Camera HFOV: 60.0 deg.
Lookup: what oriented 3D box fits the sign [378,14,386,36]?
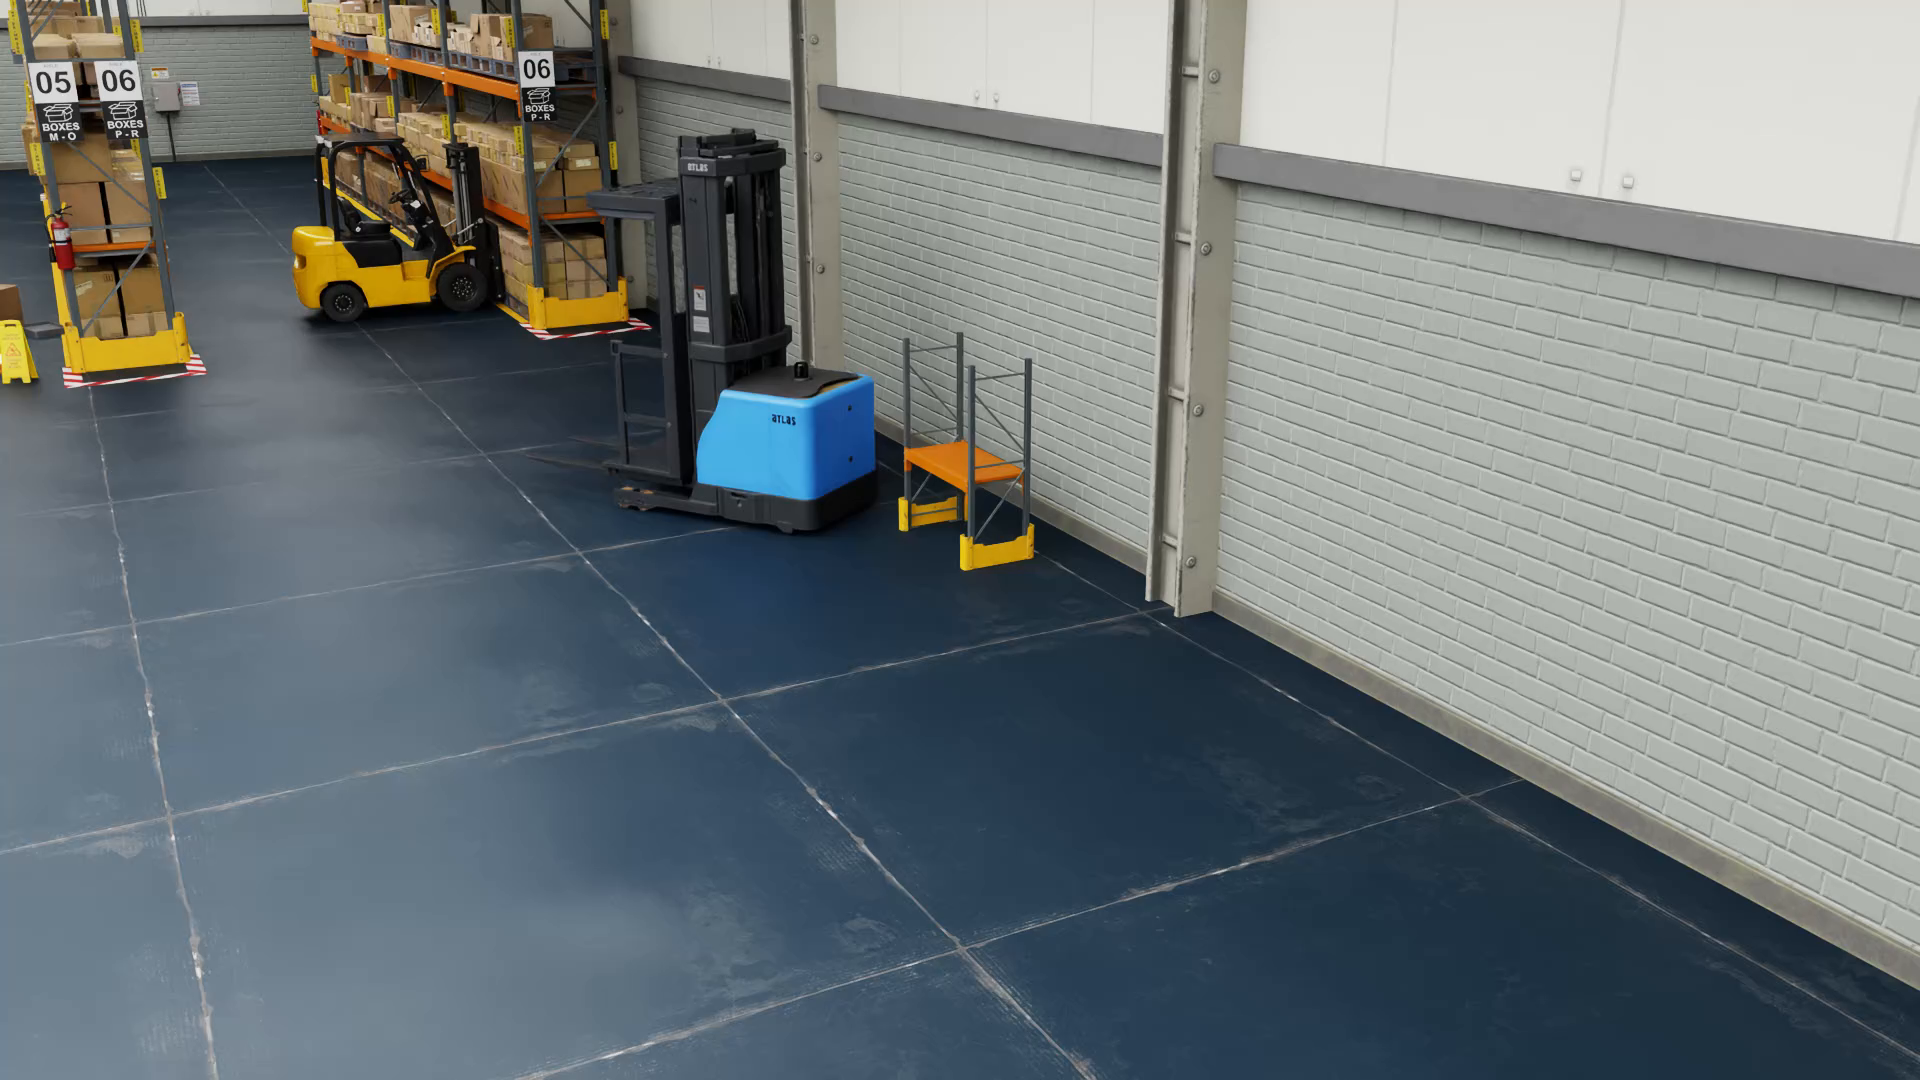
[{"bbox_3d":[-8.936,-7.960,25.709,0.100,0.325,0.005,-10,21,-27],"label":"sign"}]

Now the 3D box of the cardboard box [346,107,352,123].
[{"bbox_3d":[-10.813,-7.707,30.142,0.500,0.250,0.500,-9,21,-25],"label":"cardboard box"}]

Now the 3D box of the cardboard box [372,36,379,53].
[{"bbox_3d":[-9.154,-7.982,26.795,0.500,0.250,0.500,-10,21,-26],"label":"cardboard box"}]

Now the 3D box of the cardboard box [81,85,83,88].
[{"bbox_3d":[-9.981,-5.333,19.275,0.380,0.149,0.250,-9,21,-25],"label":"cardboard box"}]

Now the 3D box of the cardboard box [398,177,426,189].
[{"bbox_3d":[-8.915,-5.807,27.055,0.380,0.149,0.250,-11,22,-29],"label":"cardboard box"}]

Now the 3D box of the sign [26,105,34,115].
[{"bbox_3d":[-13.311,-6.071,23.852,0.100,0.325,0.005,-10,21,-27],"label":"sign"}]

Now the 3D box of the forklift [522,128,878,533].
[{"bbox_3d":[-2.209,-1.758,13.232,3.031,2.935,1.130,10,21,26],"label":"forklift"}]

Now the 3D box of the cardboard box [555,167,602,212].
[{"bbox_3d":[-4.649,-4.317,20.389,0.500,0.500,0.500,-9,21,-25],"label":"cardboard box"}]

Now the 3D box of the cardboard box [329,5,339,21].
[{"bbox_3d":[-11.057,-9.505,29.987,0.500,0.250,0.500,-10,22,-28],"label":"cardboard box"}]

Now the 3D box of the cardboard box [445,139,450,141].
[{"bbox_3d":[-7.054,-5.721,23.466,0.380,0.149,0.250,-10,22,-27],"label":"cardboard box"}]

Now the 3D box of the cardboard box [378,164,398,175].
[{"bbox_3d":[-9.861,-6.415,28.817,0.380,0.149,0.250,-10,21,-27],"label":"cardboard box"}]

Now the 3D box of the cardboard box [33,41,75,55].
[{"bbox_3d":[-9.856,-5.344,18.085,0.380,0.149,0.250,-10,21,-27],"label":"cardboard box"}]

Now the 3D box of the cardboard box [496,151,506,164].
[{"bbox_3d":[-5.563,-4.789,20.764,0.380,0.149,0.250,-11,22,-28],"label":"cardboard box"}]

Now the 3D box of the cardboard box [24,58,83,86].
[{"bbox_3d":[-9.505,-4.907,17.429,0.500,0.250,0.500,-10,22,-27],"label":"cardboard box"}]

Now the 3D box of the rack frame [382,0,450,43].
[{"bbox_3d":[-8.457,-9.217,25.546,1.000,3.000,0.127,-10,21,-27],"label":"rack frame"}]

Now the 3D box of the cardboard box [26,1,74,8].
[{"bbox_3d":[-15.392,-8.854,28.137,0.797,0.503,0.637,-8,21,-22],"label":"cardboard box"}]

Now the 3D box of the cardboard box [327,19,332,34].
[{"bbox_3d":[-11.296,-9.413,30.487,0.500,0.250,0.500,-9,21,-26],"label":"cardboard box"}]

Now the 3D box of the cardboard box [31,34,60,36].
[{"bbox_3d":[-10.913,-5.928,19.775,0.380,0.149,0.250,-9,21,-25],"label":"cardboard box"}]

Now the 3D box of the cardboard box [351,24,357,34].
[{"bbox_3d":[-9.965,-8.560,27.828,0.380,0.149,0.250,-9,21,-25],"label":"cardboard box"}]

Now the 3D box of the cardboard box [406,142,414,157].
[{"bbox_3d":[-8.227,-5.999,25.649,0.500,0.250,0.500,-10,22,-28],"label":"cardboard box"}]

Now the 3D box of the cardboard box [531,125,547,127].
[{"bbox_3d":[-5.746,-5.468,22.274,0.380,0.149,0.250,-10,22,-28],"label":"cardboard box"}]

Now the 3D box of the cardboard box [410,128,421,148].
[{"bbox_3d":[-7.992,-6.084,25.128,0.500,0.250,0.500,-11,22,-28],"label":"cardboard box"}]

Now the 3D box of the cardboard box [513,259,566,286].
[{"bbox_3d":[-5.165,-3.311,20.432,0.500,0.250,0.500,-10,22,-27],"label":"cardboard box"}]

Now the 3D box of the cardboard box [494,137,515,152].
[{"bbox_3d":[-5.581,-4.926,20.706,0.380,0.149,0.250,-9,21,-25],"label":"cardboard box"}]

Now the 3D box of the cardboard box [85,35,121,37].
[{"bbox_3d":[-10.107,-5.876,19.626,0.380,0.149,0.250,-9,21,-25],"label":"cardboard box"}]

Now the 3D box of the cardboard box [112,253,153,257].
[{"bbox_3d":[-9.660,-3.143,19.564,0.500,0.500,0.500,-10,21,-26],"label":"cardboard box"}]

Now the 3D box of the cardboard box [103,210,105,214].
[{"bbox_3d":[-10.218,-4.068,20.206,0.380,0.149,0.250,-10,22,-27],"label":"cardboard box"}]

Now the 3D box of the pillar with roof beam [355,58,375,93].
[{"bbox_3d":[-16.532,-11.760,32.916,9.100,9.000,0.400,-10,21,-27],"label":"pillar with roof beam"}]

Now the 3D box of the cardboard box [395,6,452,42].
[{"bbox_3d":[-8.000,-7.717,24.847,0.700,0.500,0.500,-10,22,-28],"label":"cardboard box"}]

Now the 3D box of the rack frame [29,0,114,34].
[{"bbox_3d":[-10.924,-7.298,19.987,1.000,3.000,0.127,-10,21,-27],"label":"rack frame"}]

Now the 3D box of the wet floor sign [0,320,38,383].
[{"bbox_3d":[-9.877,-1.981,17.383,0.267,0.644,0.232,-3,19,-8],"label":"wet floor sign"}]

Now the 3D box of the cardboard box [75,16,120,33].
[{"bbox_3d":[-11.095,-6.616,21.427,0.500,0.250,0.500,-10,22,-28],"label":"cardboard box"}]

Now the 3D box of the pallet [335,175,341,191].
[{"bbox_3d":[-11.841,-7.108,32.909,1.003,0.211,1.213,-10,21,-27],"label":"pallet"}]

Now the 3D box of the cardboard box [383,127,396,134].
[{"bbox_3d":[-9.107,-6.590,26.871,0.380,0.149,0.250,-10,21,-26],"label":"cardboard box"}]

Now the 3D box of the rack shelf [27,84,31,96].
[{"bbox_3d":[-11.874,-6.115,22.257,1.077,0.370,4.000,-10,21,-27],"label":"rack shelf"}]

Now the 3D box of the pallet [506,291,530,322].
[{"bbox_3d":[-5.058,-2.979,20.941,1.003,0.211,1.213,-10,21,-27],"label":"pallet"}]

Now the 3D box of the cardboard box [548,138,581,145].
[{"bbox_3d":[-4.862,-4.862,20.520,0.380,0.149,0.250,-10,21,-26],"label":"cardboard box"}]

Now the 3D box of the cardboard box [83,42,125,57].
[{"bbox_3d":[-9.212,-5.275,17.885,0.380,0.149,0.250,-10,21,-27],"label":"cardboard box"}]

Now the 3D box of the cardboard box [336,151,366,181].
[{"bbox_3d":[-11.678,-7.252,32.239,0.700,0.500,0.500,-9,21,-24],"label":"cardboard box"}]

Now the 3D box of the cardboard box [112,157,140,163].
[{"bbox_3d":[-9.994,-4.266,19.788,0.500,0.500,0.500,-9,21,-25],"label":"cardboard box"}]

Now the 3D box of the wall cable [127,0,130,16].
[{"bbox_3d":[-18.909,-12.448,34.911,2.355,3.000,0.029,-10,21,-27],"label":"wall cable"}]

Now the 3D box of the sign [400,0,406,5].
[{"bbox_3d":[-9.870,-9.465,29.466,0.100,0.325,0.005,-10,21,-27],"label":"sign"}]

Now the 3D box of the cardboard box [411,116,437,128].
[{"bbox_3d":[-8.157,-6.378,25.369,0.380,0.149,0.250,-10,21,-26],"label":"cardboard box"}]

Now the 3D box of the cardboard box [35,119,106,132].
[{"bbox_3d":[-10.141,-4.529,19.017,0.700,0.500,0.500,-10,21,-27],"label":"cardboard box"}]

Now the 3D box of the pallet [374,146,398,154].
[{"bbox_3d":[-8.841,-6.474,27.088,1.213,0.211,1.003,-10,21,-27],"label":"pallet"}]

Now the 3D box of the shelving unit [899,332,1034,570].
[{"bbox_3d":[0.036,-0.687,12.323,0.587,1.500,1.083,-10,21,-27],"label":"shelving unit"}]

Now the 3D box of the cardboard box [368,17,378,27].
[{"bbox_3d":[-9.375,-8.410,26.970,0.380,0.149,0.250,-11,22,-28],"label":"cardboard box"}]

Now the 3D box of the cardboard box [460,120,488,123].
[{"bbox_3d":[-7.219,-6.165,24.753,0.380,0.149,0.250,-10,21,-26],"label":"cardboard box"}]

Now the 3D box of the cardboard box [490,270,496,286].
[{"bbox_3d":[-5.883,-3.504,21.758,0.500,0.250,0.500,-9,21,-25],"label":"cardboard box"}]

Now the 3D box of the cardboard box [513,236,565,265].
[{"bbox_3d":[-5.152,-3.539,20.329,0.500,0.250,0.500,-9,21,-25],"label":"cardboard box"}]

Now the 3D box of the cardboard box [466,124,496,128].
[{"bbox_3d":[-6.448,-5.531,22.458,0.380,0.149,0.250,-10,21,-26],"label":"cardboard box"}]

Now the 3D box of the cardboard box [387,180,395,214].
[{"bbox_3d":[-9.327,-5.781,27.974,0.500,0.500,0.500,-9,21,-24],"label":"cardboard box"}]

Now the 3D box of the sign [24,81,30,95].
[{"bbox_3d":[-17.114,-8.270,30.550,0.100,0.325,0.005,-10,21,-27],"label":"sign"}]

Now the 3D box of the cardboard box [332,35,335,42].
[{"bbox_3d":[-11.360,-9.259,30.651,0.380,0.149,0.250,-10,21,-26],"label":"cardboard box"}]

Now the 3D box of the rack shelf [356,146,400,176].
[{"bbox_3d":[-9.407,-6.615,28.306,1.077,0.370,4.000,-10,21,-27],"label":"rack shelf"}]

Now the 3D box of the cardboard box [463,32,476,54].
[{"bbox_3d":[-6.120,-6.360,21.273,0.396,0.266,0.258,-11,22,-28],"label":"cardboard box"}]
